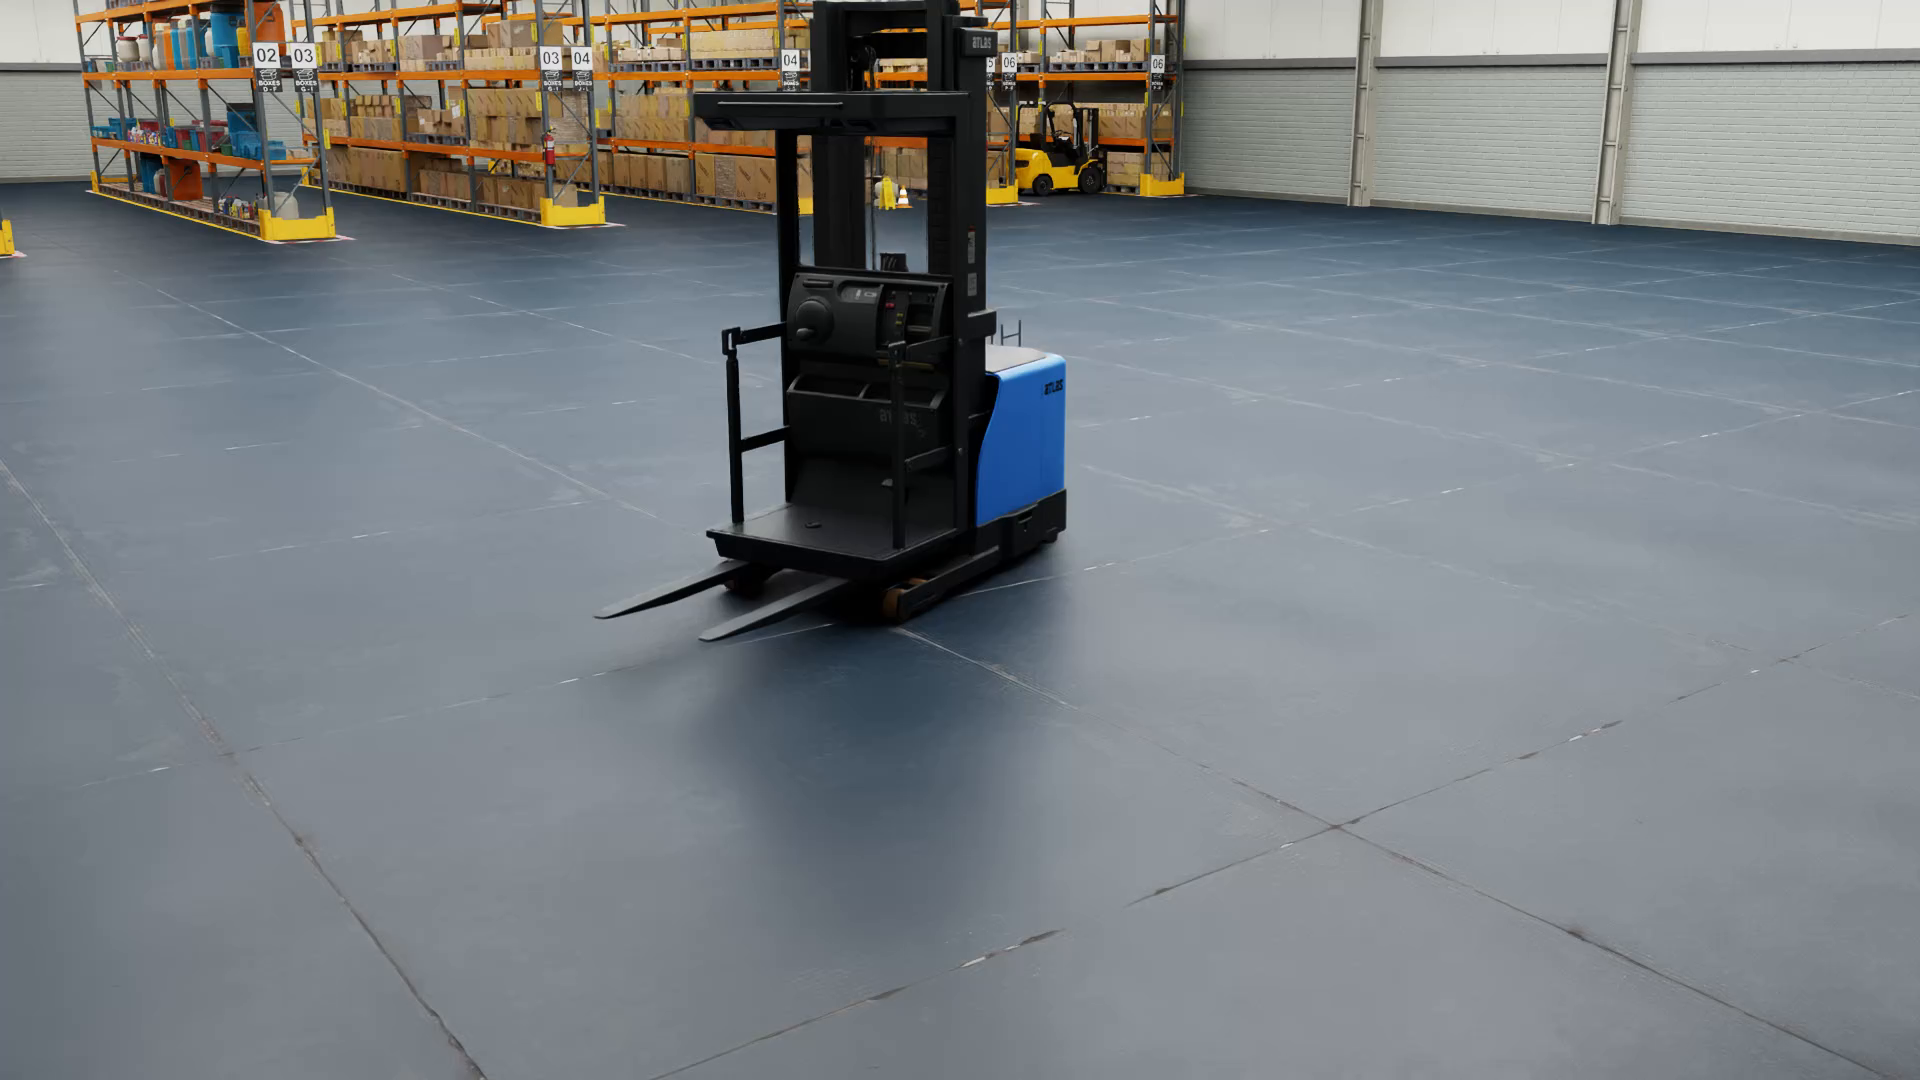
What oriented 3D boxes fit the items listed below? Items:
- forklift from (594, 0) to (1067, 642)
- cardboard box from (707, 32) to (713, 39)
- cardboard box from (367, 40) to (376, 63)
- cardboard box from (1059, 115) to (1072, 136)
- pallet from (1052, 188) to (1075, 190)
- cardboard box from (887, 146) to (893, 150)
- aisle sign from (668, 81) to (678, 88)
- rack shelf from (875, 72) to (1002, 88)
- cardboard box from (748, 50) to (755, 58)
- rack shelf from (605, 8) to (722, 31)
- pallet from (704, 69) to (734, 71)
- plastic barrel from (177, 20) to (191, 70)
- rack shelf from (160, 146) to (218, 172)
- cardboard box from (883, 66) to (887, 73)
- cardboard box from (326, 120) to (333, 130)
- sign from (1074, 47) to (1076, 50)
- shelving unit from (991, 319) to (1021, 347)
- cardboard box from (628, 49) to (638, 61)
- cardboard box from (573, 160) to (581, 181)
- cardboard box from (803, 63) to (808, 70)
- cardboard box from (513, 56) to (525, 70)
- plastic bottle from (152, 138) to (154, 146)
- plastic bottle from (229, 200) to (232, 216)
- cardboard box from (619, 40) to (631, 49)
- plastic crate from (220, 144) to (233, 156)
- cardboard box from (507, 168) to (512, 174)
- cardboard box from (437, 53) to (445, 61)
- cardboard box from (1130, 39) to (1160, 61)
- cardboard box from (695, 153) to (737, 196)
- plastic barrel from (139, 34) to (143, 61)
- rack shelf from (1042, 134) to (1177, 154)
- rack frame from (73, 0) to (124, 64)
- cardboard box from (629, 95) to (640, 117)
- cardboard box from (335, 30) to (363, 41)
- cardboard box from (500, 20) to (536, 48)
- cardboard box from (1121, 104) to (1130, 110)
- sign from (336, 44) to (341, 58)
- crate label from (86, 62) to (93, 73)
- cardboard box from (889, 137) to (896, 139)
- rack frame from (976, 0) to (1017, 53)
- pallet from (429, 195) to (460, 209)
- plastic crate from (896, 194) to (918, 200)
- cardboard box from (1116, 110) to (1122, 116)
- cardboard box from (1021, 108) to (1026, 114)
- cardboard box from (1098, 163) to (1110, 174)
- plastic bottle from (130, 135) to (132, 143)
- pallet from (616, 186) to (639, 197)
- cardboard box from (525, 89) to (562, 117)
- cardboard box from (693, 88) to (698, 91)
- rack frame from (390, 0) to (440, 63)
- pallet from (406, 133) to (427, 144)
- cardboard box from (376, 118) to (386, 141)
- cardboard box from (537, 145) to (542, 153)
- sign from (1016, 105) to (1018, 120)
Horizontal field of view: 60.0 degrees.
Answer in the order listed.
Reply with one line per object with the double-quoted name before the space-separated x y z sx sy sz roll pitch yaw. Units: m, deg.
"forklift" -0.583 -1.153 8.236 1.130 2.935 3.031 9 18 30
"cardboard box" -5.120 -10.646 35.088 0.380 0.149 0.250 -11 19 -35
"cardboard box" -13.150 -11.215 38.198 0.797 0.503 0.637 -11 19 -35
"cardboard box" 2.819 -10.343 41.495 0.500 0.500 0.500 -10 18 -34
"pallet" 2.883 -9.018 42.123 1.003 0.211 1.213 -11 19 -35
"cardboard box" -1.873 -11.339 48.033 0.380 0.149 0.250 -12 19 -37
"aisle sign" -8.411 -13.647 48.832 0.394 0.787 0.004 -11 19 -35
"rack shelf" -0.388 -10.440 37.720 1.077 0.370 4.000 -11 19 -35
"cardboard box" -4.073 -9.881 33.805 0.380 0.149 0.250 -11 19 -34
"rack shelf" -6.684 -11.758 37.611 1.077 0.370 4.000 -11 19 -35
"pallet" -6.740 -13.056 46.083 1.003 0.211 1.213 -11 19 -35
"plastic barrel" -14.445 -9.364 31.474 0.600 0.901 0.600 0 15 0
"rack shelf" -14.762 -7.541 32.808 1.077 0.370 4.000 -11 19 -35
"cardboard box" -1.579 -10.987 38.832 0.380 0.149 0.250 -11 19 -35
"cardboard box" -15.362 -10.281 41.179 0.500 0.250 0.500 -10 18 -33
"sign" 2.897 -12.360 42.240 0.100 0.325 0.005 -11 19 -35
"shelving unit" 0.218 -0.702 9.868 0.189 1.200 0.258 8 17 28
"cardboard box" -7.318 -11.161 38.291 0.500 0.250 0.500 -10 18 -33
"cardboard box" -9.361 -9.261 41.671 0.500 0.500 0.500 -10 18 -34
"cardboard box" -3.718 -11.855 41.782 0.396 0.266 0.258 -11 19 -35
"cardboard box" -8.013 -8.919 31.084 0.500 0.250 0.500 -11 19 -34
"plastic bottle" -16.881 -8.378 34.881 0.097 0.201 0.097 0 15 0
"plastic bottle" -13.273 -6.044 30.288 0.061 0.283 0.133 -10 18 -32
"cardboard box" -8.178 -11.935 40.180 0.396 0.266 0.258 -11 19 -35
"plastic crate" -13.016 -7.025 29.961 0.450 0.188 0.662 -11 19 -35
"cardboard box" -12.081 -10.039 45.179 0.380 0.149 0.250 -11 19 -34
"cardboard box" -10.763 -10.151 34.947 0.380 0.166 0.250 -12 19 -36
"cardboard box" 4.344 -11.487 39.008 0.500 0.500 0.500 -10 18 -33
"cardboard box" -5.195 -8.010 36.390 0.875 0.875 0.875 -11 19 -34
"plastic barrel" -17.589 -10.746 36.320 0.600 0.588 0.600 0 15 0
"rack shelf" 3.625 -9.765 40.934 1.077 0.370 4.000 -11 19 -35
"rack frame" -20.642 -12.917 39.723 1.000 3.000 0.127 -11 19 -35
"cardboard box" -7.306 -10.157 38.921 0.700 0.500 0.500 -11 19 -35
"cardboard box" -14.831 -12.247 40.363 0.500 0.250 0.500 -12 20 -38
"cardboard box" -8.344 -9.546 31.392 0.500 0.500 0.500 -11 19 -35
"cardboard box" 4.074 -10.332 39.664 0.380 0.149 0.250 -10 18 -33
"sign" -14.731 -11.585 39.412 0.100 0.325 0.005 -11 19 -35
"crate label" -20.360 -11.151 39.235 0.408 0.251 0.502 -11 19 -35
"cardboard box" -1.447 -9.483 39.019 0.380 0.149 0.250 -10 18 -33
"rack frame" 0.788 -11.807 35.668 1.000 3.000 0.127 -11 19 -35
"pallet" -10.760 -7.311 35.888 1.003 0.211 1.213 -11 19 -35
"plastic crate" -1.304 -7.897 38.277 0.583 0.080 0.402 10 18 33
"cardboard box" 3.957 -10.246 39.911 0.380 0.149 0.250 -11 19 -35
"cardboard box" 1.801 -11.051 42.853 0.380 0.149 0.250 -11 19 -35
"cardboard box" 3.655 -9.073 40.511 0.500 0.250 0.500 -11 19 -36
"plastic bottle" -18.258 -8.878 36.708 0.097 0.201 0.097 0 15 0
"pallet" -7.457 -8.307 39.526 1.003 0.211 1.213 -11 19 -35
"cardboard box" -7.751 -8.128 30.945 0.500 0.500 0.500 -11 19 -35
"cardboard box" -7.251 -12.563 46.481 0.380 0.149 0.250 -11 19 -35
"rack frame" -11.931 -11.977 36.290 1.000 3.000 0.127 -11 19 -35
"pallet" -11.426 -8.855 36.612 1.213 0.211 1.003 -11 19 -35
"cardboard box" -13.018 -9.416 38.109 0.500 0.500 0.500 -12 19 -36
"cardboard box" -7.709 -7.336 31.174 0.380 0.149 0.250 -11 19 -35
"sign" 1.227 -9.415 36.654 0.100 0.325 0.005 -11 19 -35
